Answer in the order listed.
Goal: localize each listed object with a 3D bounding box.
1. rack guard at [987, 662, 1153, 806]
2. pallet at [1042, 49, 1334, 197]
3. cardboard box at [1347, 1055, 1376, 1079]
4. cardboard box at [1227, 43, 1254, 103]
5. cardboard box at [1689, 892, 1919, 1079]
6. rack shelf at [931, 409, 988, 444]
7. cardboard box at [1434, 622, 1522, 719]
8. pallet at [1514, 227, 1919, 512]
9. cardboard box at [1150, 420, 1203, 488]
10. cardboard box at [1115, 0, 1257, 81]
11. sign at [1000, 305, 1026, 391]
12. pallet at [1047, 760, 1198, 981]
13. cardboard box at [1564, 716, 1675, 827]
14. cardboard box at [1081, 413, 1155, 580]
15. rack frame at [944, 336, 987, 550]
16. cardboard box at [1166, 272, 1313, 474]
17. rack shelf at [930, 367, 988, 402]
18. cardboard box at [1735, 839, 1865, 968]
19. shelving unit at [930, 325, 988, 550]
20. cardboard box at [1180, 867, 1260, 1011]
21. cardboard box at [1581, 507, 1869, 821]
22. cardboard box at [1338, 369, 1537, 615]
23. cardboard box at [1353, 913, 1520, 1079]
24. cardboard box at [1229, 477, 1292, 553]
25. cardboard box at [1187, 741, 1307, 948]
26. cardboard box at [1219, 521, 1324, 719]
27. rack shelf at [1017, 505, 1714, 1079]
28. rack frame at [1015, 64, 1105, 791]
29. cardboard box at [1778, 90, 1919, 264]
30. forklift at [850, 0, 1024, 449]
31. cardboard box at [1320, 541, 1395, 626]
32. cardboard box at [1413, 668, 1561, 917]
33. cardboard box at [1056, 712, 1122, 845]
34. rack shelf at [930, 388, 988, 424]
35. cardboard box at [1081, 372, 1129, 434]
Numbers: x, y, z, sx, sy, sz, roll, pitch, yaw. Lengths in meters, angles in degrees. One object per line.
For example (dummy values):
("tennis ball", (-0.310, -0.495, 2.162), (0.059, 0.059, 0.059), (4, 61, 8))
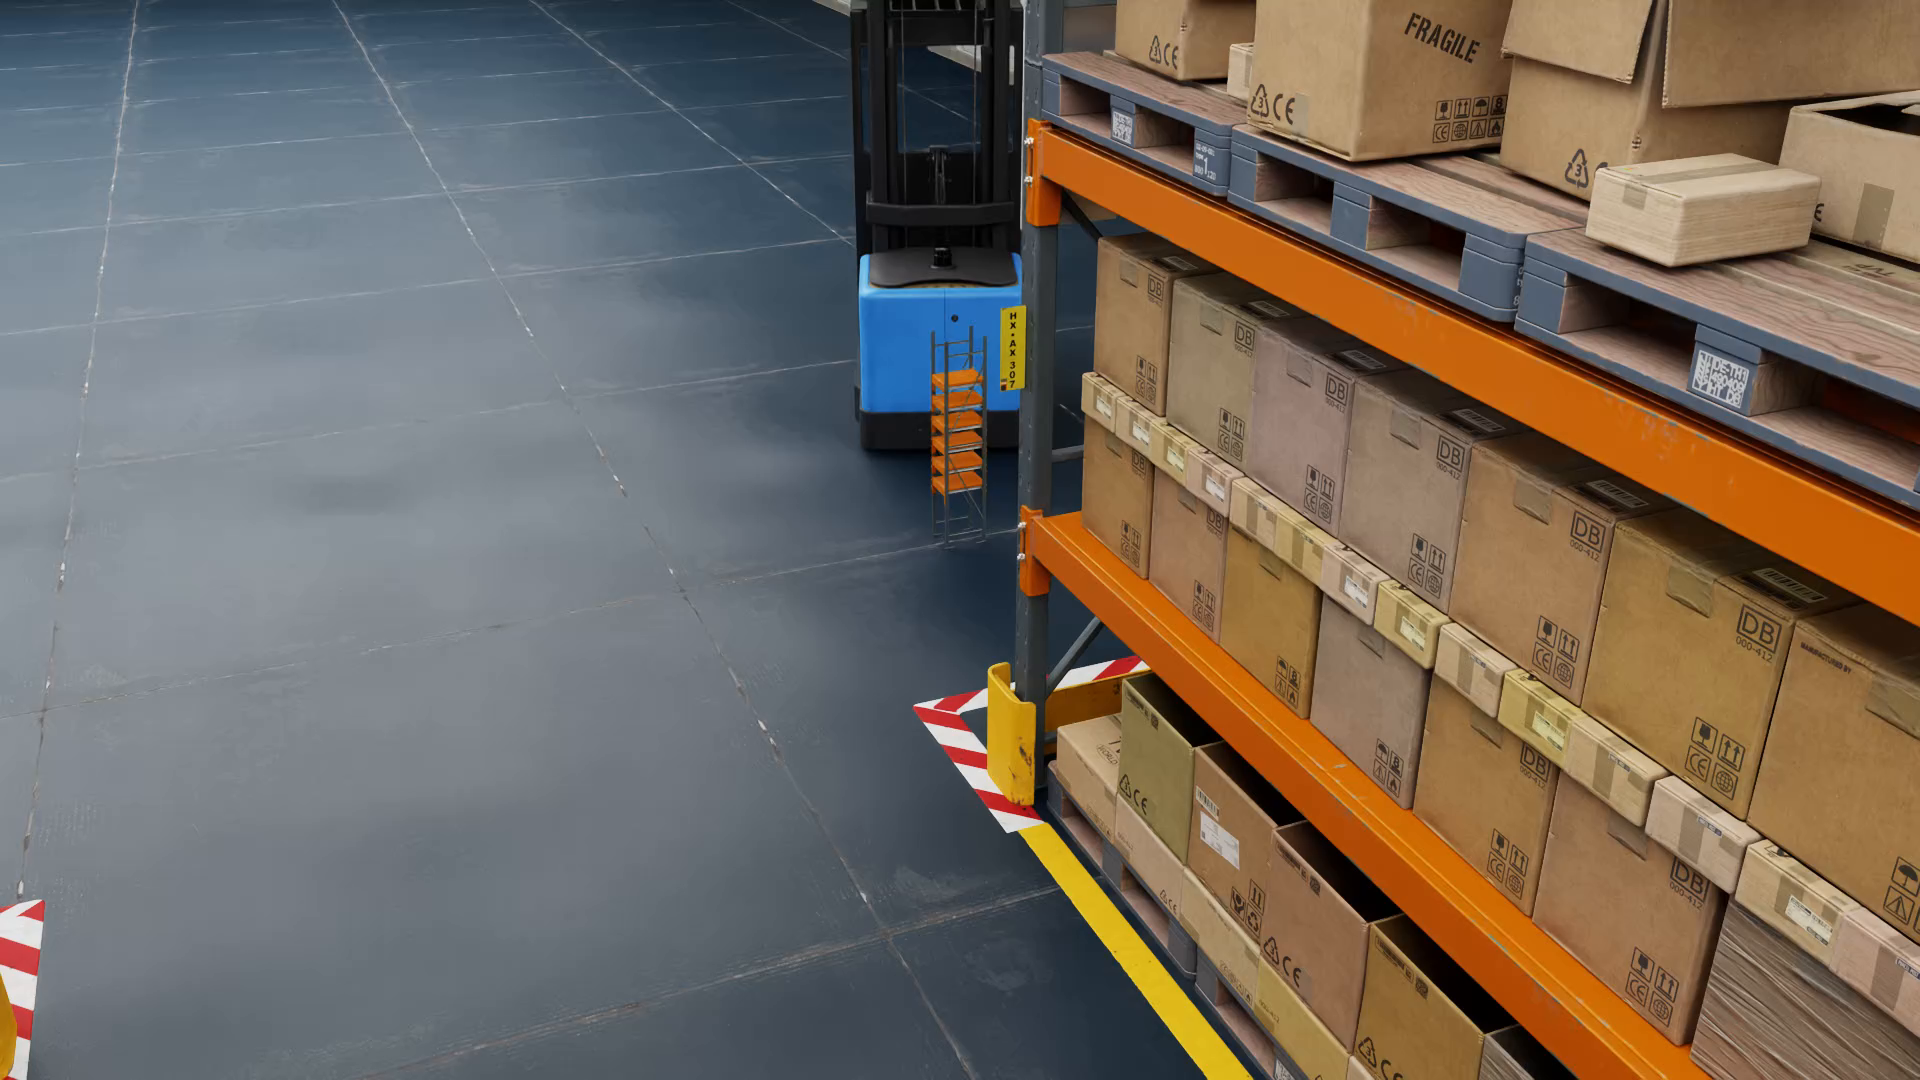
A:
("rack guard", (0.702, 0.730, 7.186), (1.175, 0.500, 0.348), (-11, 28, -21))
("pallet", (0.964, -1.402, 5.385), (1.003, 0.211, 1.213), (-11, 28, -21))
("cardboard box", (1.499, 1.725, 4.953), (0.500, 0.250, 0.500), (-11, 28, -21))
("cardboard box", (1.010, -1.365, 4.857), (0.380, 0.149, 0.250), (-11, 28, -21))
("cardboard box", (2.098, 1.008, 3.653), (0.700, 0.500, 0.500), (-11, 28, -22))
("rack shelf", (-0.006, -0.613, 8.966), (0.258, 0.103, 0.180), (-11, 28, -21))
("cardboard box", (1.478, 0.309, 4.346), (0.380, 0.149, 0.250), (-10, 28, -19))
("pallet", (1.920, -0.417, 3.367), (1.003, 0.211, 1.213), (-11, 28, -21))
("cardboard box", (0.869, -0.318, 5.629), (0.380, 0.149, 0.250), (-10, 28, -20))
("cardboard box", (0.933, -1.797, 5.337), (0.797, 0.503, 0.637), (-9, 27, -17))
("sign", (0.198, -0.715, 6.220), (0.100, 0.325, 0.005), (-11, 28, -21))
("pallet", (1.049, 1.171, 6.611), (1.003, 0.211, 1.213), (-11, 28, -21))
("cardboard box", (1.671, 0.510, 3.933), (0.380, 0.149, 0.250), (-11, 28, -21))
("cardboard box", (0.882, -0.238, 6.205), (0.700, 0.500, 0.500), (-11, 28, -21))
("rack frame", (0.030, -0.508, 8.923), (0.240, 1.200, 0.006), (-11, 28, -21))
("cardboard box", (1.114, -0.588, 5.444), (0.700, 0.500, 0.500), (-11, 28, -22))
("rack shelf", (-0.006, -0.829, 8.860), (0.258, 0.103, 0.180), (-11, 28, -21))
("cardboard box", (1.879, 0.721, 3.500), (0.380, 0.149, 0.250), (-11, 28, -22))
("shelving unit", (-0.006, -0.545, 8.999), (0.258, 1.200, 0.189), (-11, 28, -21))
("cardboard box", (1.111, 1.321, 5.781), (0.500, 0.250, 0.500), (-11, 28, -21))
("cardboard box", (1.899, 0.221, 3.785), (0.700, 0.500, 0.500), (-11, 28, -21))
("cardboard box", (1.509, -0.183, 4.613), (0.700, 0.500, 0.500), (-11, 28, -21))
("cardboard box", (1.511, 1.386, 4.793), (0.500, 0.500, 0.500), (-11, 28, -21))
("cardboard box", (1.073, -0.108, 5.200), (0.380, 0.149, 0.250), (-12, 28, -22))
("cardboard box", (1.122, 0.982, 5.621), (0.500, 0.500, 0.500), (-11, 28, -21))
("cardboard box", (1.282, 0.175, 5.360), (0.700, 0.500, 0.500), (-10, 28, -20))
("rack shelf", (1.495, 0.747, 5.121), (1.077, 0.370, 4.000), (-11, 28, -21))
("rack frame", (0.711, -0.384, 6.617), (1.000, 3.000, 0.127), (-11, 28, -21))
("cardboard box", (2.112, -0.795, 3.504), (0.500, 0.311, 0.500), (-12, 29, -23))
("forklift", (-0.153, -2.480, 10.989), (1.130, 2.935, 3.031), (-1, 26, -2))
("cardboard box", (1.268, 0.096, 4.782), (0.380, 0.149, 0.250), (-10, 28, -20))
("cardboard box", (1.693, 0.593, 4.503), (0.700, 0.500, 0.500), (-10, 28, -20))
("cardboard box", (0.717, 0.918, 6.607), (0.500, 0.250, 0.500), (-11, 28, -21))
("rack shelf", (-0.006, -0.721, 8.913), (0.258, 0.103, 0.180), (-11, 28, -21))
("cardboard box", (0.667, -0.525, 6.053), (0.380, 0.149, 0.250), (-11, 28, -21))
